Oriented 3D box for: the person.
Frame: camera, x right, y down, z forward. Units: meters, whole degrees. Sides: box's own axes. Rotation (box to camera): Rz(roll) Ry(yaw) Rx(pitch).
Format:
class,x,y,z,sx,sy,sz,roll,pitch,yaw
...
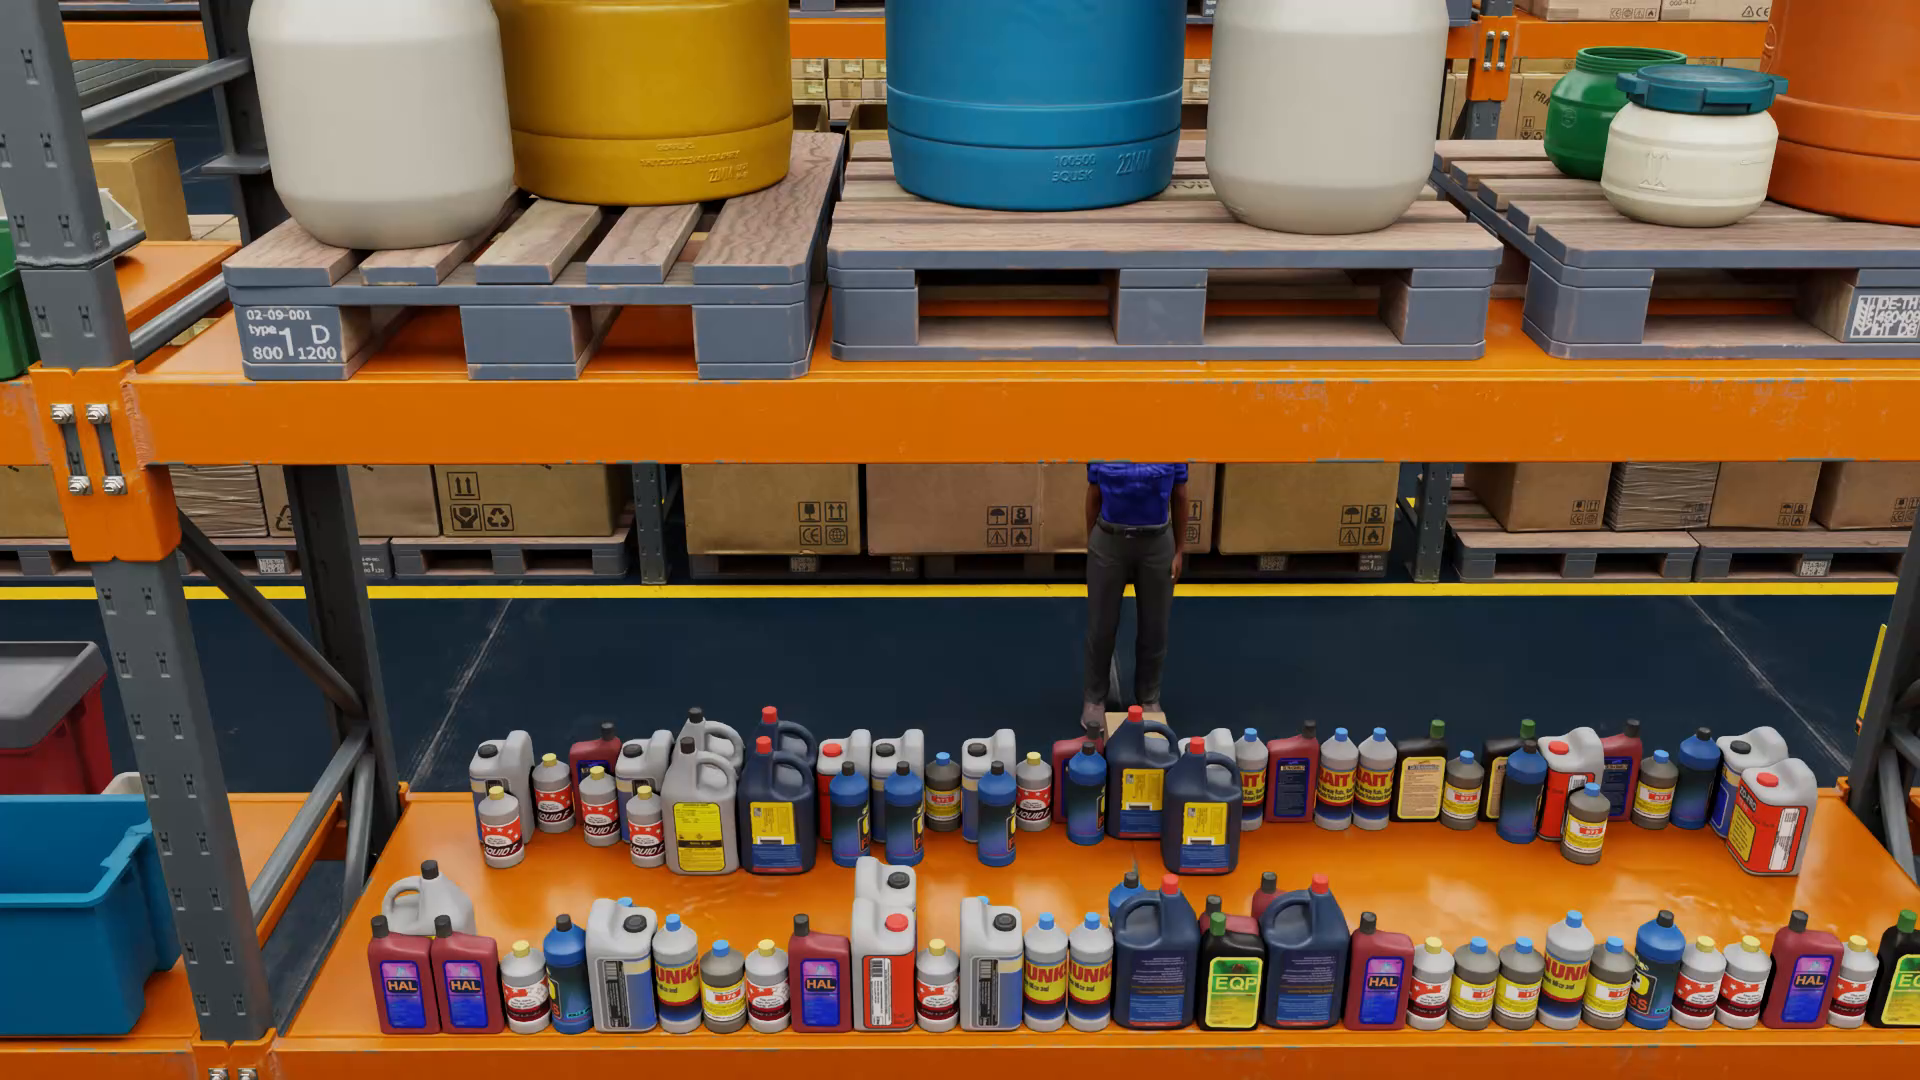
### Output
class,x,y,z,sx,sy,sz,roll,pitch,yaw
person,0.741,0.040,7.027,0.437,1.657,0.299,1,24,2
